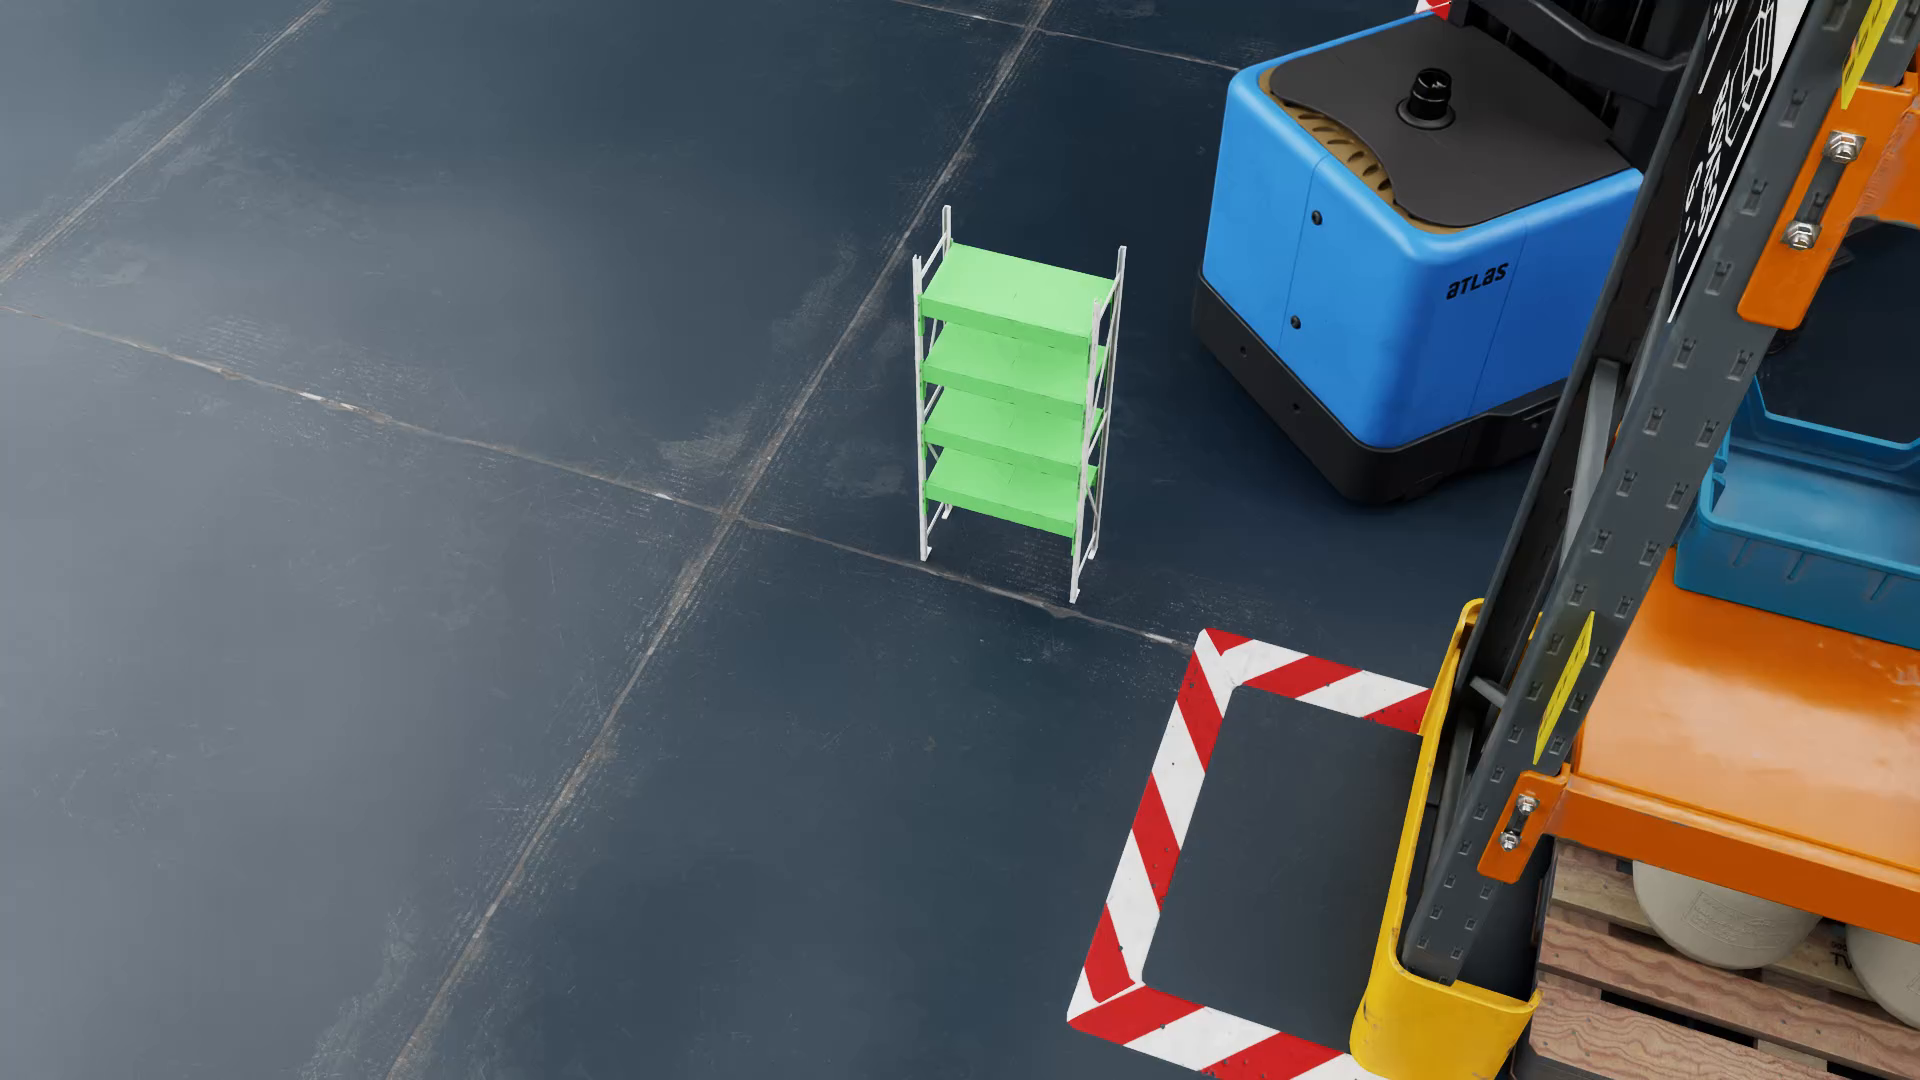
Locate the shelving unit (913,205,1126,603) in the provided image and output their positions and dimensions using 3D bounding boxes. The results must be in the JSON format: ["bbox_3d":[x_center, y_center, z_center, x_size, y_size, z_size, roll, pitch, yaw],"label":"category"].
[{"bbox_3d":[0.155,-0.350,4.759,0.503,1.200,0.258,16,51,13],"label":"shelving unit"}]

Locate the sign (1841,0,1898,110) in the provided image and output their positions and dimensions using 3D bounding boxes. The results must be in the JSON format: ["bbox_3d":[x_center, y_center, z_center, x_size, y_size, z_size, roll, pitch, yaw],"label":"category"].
[{"bbox_3d":[1.036,-0.636,1.826,0.005,0.325,0.100,16,51,13],"label":"sign"}]

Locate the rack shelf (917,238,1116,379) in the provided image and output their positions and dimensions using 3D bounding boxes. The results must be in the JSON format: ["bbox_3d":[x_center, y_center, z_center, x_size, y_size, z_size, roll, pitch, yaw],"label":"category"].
[{"bbox_3d":[0.155,-0.622,4.445,0.480,0.148,0.258,16,51,13],"label":"rack shelf"}]

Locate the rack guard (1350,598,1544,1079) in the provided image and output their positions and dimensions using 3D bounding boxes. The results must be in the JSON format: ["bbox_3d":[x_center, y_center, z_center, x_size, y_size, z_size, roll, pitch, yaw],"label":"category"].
[{"bbox_3d":[1.318,0.765,4.256,0.348,0.500,1.175,16,51,13],"label":"rack guard"}]

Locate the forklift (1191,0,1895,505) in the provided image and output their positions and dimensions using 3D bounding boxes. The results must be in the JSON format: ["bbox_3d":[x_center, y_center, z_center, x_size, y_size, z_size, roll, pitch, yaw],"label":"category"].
[{"bbox_3d":[2.353,-1.877,4.937,3.031,2.935,1.130,-22,52,-18],"label":"forklift"}]

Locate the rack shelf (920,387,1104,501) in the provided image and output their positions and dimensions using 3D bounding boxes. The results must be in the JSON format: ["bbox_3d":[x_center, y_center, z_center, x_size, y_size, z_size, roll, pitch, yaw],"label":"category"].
[{"bbox_3d":[0.155,-0.308,4.807,0.480,0.148,0.258,16,51,13],"label":"rack shelf"}]

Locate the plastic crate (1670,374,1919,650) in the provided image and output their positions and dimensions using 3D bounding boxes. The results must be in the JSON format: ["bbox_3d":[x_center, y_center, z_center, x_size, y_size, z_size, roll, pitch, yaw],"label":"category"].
[{"bbox_3d":[1.804,-0.072,3.426,0.616,0.251,0.499,16,51,13],"label":"plastic crate"}]

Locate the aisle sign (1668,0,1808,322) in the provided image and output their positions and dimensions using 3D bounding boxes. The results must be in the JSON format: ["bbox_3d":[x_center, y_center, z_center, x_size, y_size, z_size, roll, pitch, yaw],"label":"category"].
[{"bbox_3d":[1.062,-0.703,2.154,0.004,0.787,0.394,16,51,13],"label":"aisle sign"}]

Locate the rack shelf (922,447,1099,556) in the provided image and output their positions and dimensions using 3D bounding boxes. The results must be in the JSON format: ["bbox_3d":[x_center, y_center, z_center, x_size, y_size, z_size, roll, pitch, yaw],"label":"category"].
[{"bbox_3d":[0.155,-0.151,4.989,0.480,0.148,0.258,16,51,13],"label":"rack shelf"}]

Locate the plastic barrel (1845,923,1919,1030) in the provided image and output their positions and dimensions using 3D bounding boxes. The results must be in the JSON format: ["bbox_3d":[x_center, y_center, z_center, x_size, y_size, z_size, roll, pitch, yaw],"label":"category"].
[{"bbox_3d":[2.345,0.887,3.865,0.421,0.512,0.421,0,49,0],"label":"plastic barrel"}]

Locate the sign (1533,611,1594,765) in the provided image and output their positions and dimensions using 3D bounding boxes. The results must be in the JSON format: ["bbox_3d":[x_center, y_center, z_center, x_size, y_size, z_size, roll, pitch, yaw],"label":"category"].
[{"bbox_3d":[1.036,0.258,2.858,0.005,0.325,0.100,16,51,13],"label":"sign"}]

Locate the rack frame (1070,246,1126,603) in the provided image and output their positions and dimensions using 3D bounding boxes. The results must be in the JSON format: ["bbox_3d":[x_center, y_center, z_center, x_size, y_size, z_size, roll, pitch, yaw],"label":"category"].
[{"bbox_3d":[0.384,-0.286,4.704,0.015,1.200,0.240,16,51,13],"label":"rack frame"}]

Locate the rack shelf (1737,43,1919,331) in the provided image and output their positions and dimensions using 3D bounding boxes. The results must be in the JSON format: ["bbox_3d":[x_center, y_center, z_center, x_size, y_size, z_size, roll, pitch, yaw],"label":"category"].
[{"bbox_3d":[3.107,-0.263,1.984,4.000,0.370,1.077,16,51,13],"label":"rack shelf"}]

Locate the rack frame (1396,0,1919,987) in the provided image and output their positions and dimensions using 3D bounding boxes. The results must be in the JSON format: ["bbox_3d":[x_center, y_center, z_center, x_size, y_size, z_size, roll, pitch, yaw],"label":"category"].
[{"bbox_3d":[1.231,-0.040,3.300,0.127,3.000,1.000,16,51,13],"label":"rack frame"}]

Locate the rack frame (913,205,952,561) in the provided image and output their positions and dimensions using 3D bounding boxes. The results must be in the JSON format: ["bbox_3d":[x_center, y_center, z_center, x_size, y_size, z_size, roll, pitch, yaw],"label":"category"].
[{"bbox_3d":[-0.074,-0.414,4.814,0.015,1.200,0.240,16,51,13],"label":"rack frame"}]

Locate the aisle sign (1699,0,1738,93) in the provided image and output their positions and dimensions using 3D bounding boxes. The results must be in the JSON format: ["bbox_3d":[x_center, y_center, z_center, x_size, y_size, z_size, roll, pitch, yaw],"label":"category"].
[{"bbox_3d":[1.266,-1.121,2.516,0.004,0.787,0.394,16,51,13],"label":"aisle sign"}]

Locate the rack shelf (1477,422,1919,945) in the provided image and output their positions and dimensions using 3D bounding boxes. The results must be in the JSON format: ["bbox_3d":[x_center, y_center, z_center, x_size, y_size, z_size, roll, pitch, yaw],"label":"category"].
[{"bbox_3d":[3.107,0.719,3.118,4.000,0.370,1.077,16,51,13],"label":"rack shelf"}]

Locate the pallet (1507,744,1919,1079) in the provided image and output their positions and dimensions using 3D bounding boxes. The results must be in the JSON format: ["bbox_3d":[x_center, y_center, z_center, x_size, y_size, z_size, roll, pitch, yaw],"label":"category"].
[{"bbox_3d":[2.079,1.076,4.177,1.213,0.211,1.003,16,51,13],"label":"pallet"}]

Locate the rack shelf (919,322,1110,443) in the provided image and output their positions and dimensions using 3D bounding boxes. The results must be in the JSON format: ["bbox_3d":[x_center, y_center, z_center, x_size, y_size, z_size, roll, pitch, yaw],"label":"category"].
[{"bbox_3d":[0.155,-0.465,4.626,0.480,0.148,0.258,16,51,13],"label":"rack shelf"}]

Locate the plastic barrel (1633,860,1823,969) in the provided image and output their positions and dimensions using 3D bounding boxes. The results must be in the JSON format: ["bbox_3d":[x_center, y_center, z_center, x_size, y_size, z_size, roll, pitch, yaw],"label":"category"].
[{"bbox_3d":[1.875,0.756,3.979,0.421,0.512,0.421,0,49,0],"label":"plastic barrel"}]
